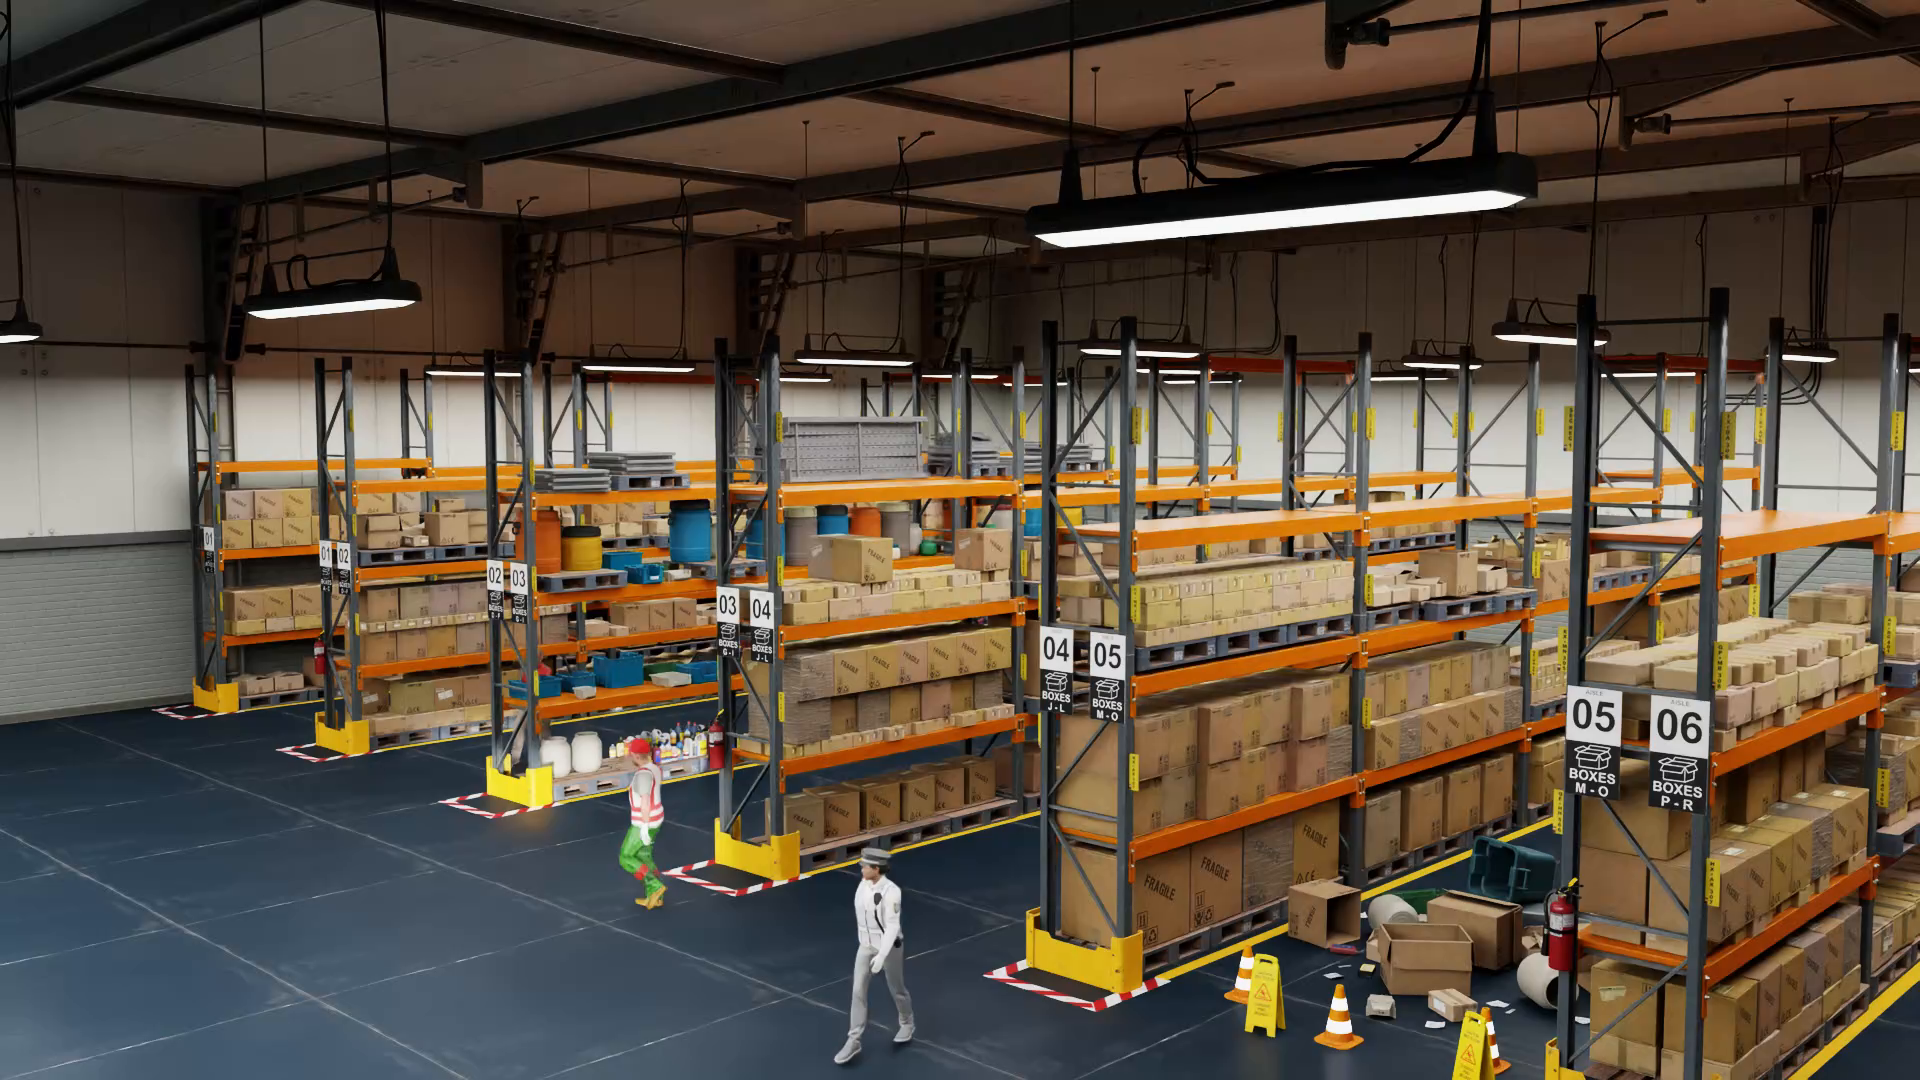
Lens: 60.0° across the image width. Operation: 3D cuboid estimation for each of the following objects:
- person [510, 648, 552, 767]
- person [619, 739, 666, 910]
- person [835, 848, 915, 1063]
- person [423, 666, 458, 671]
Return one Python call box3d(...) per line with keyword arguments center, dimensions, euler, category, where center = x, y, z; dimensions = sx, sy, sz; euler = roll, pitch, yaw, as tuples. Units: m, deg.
box3d(center=(-6.266, 2.451, 24.218), dimensions=(0.649, 1.741, 0.677), euler=(2, 5, 25), category="person")
box3d(center=(-3.288, 2.963, 17.369), dimensions=(0.486, 1.761, 0.663), euler=(0, 4, 6), category="person")
box3d(center=(-0.690, 3.296, 13.409), dimensions=(0.514, 1.637, 0.889), euler=(3, 5, 36), category="person")
box3d(center=(-8.933, 2.110, 28.421), dimensions=(0.525, 1.758, 0.910), euler=(3, 5, 35), category="person")
